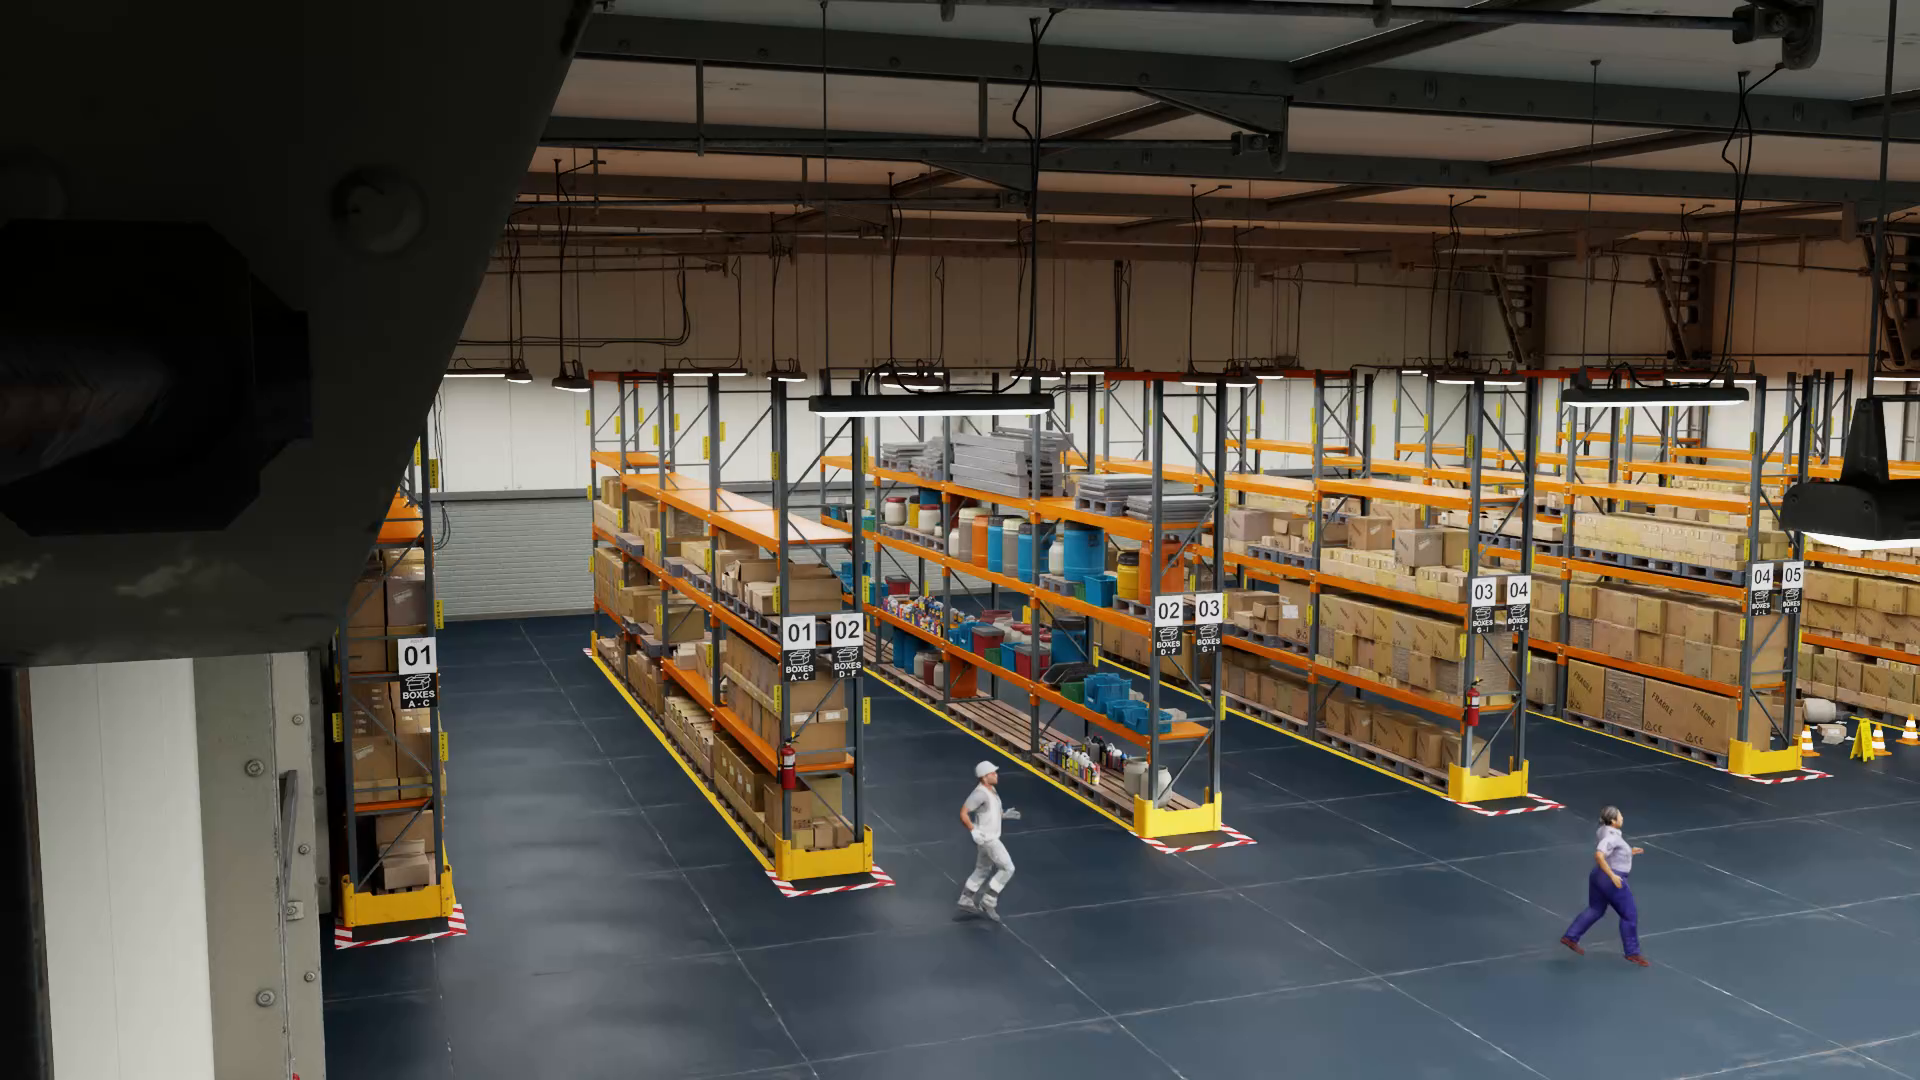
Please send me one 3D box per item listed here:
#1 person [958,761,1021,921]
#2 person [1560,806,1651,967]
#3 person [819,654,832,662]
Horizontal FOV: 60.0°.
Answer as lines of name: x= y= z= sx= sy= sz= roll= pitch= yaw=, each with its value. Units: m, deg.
person: x=0.325 y=3.366 z=18.652 sx=0.711 sy=1.798 sz=0.633 roll=1 pitch=6 yaw=7
person: x=6.739 y=3.581 z=17.257 sx=0.877 sy=1.665 sz=0.594 roll=0 pitch=6 yaw=-2
person: x=-2.420 y=1.924 z=29.677 sx=0.576 sy=1.659 sz=0.522 roll=-4 pitch=7 yaw=-30
